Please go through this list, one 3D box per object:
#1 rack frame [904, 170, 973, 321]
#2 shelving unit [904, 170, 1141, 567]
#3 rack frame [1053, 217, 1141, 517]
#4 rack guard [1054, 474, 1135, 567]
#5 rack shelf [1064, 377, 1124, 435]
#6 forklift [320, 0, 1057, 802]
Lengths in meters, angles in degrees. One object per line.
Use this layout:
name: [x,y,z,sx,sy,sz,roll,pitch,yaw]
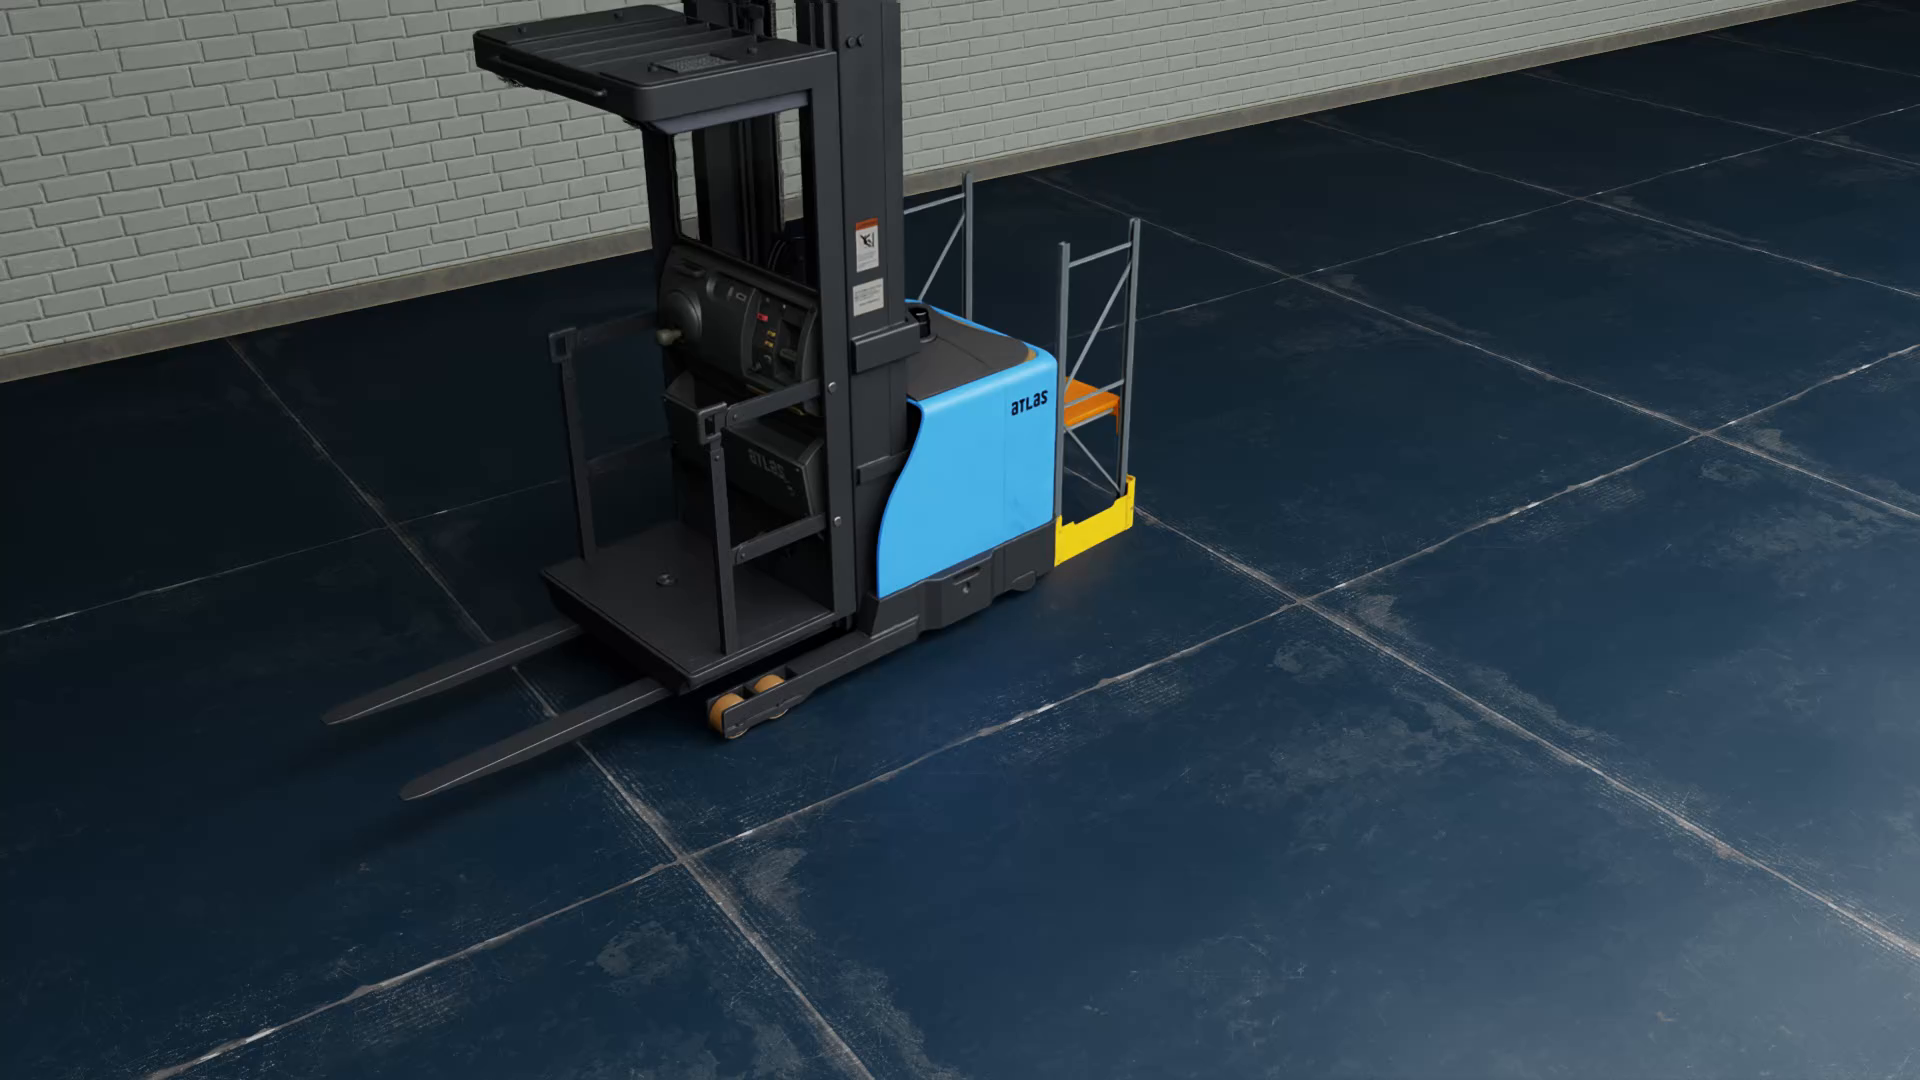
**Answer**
rack frame: [-0.128,-0.986,7.994,0.500,1.500,0.032,-25,37,-38]
shelving unit: [0.237,-0.811,7.672,0.587,1.500,1.083,-25,37,-38]
rack frame: [0.590,-0.642,7.361,0.500,1.500,0.032,-25,37,-38]
rack guard: [0.589,-0.094,7.661,0.587,0.250,0.087,-25,37,-38]
rack shelf: [0.231,-0.656,7.764,0.538,0.185,1.000,-25,37,-38]
forklift: [-1.002,-0.812,6.174,3.031,2.935,1.130,-24,36,-37]
